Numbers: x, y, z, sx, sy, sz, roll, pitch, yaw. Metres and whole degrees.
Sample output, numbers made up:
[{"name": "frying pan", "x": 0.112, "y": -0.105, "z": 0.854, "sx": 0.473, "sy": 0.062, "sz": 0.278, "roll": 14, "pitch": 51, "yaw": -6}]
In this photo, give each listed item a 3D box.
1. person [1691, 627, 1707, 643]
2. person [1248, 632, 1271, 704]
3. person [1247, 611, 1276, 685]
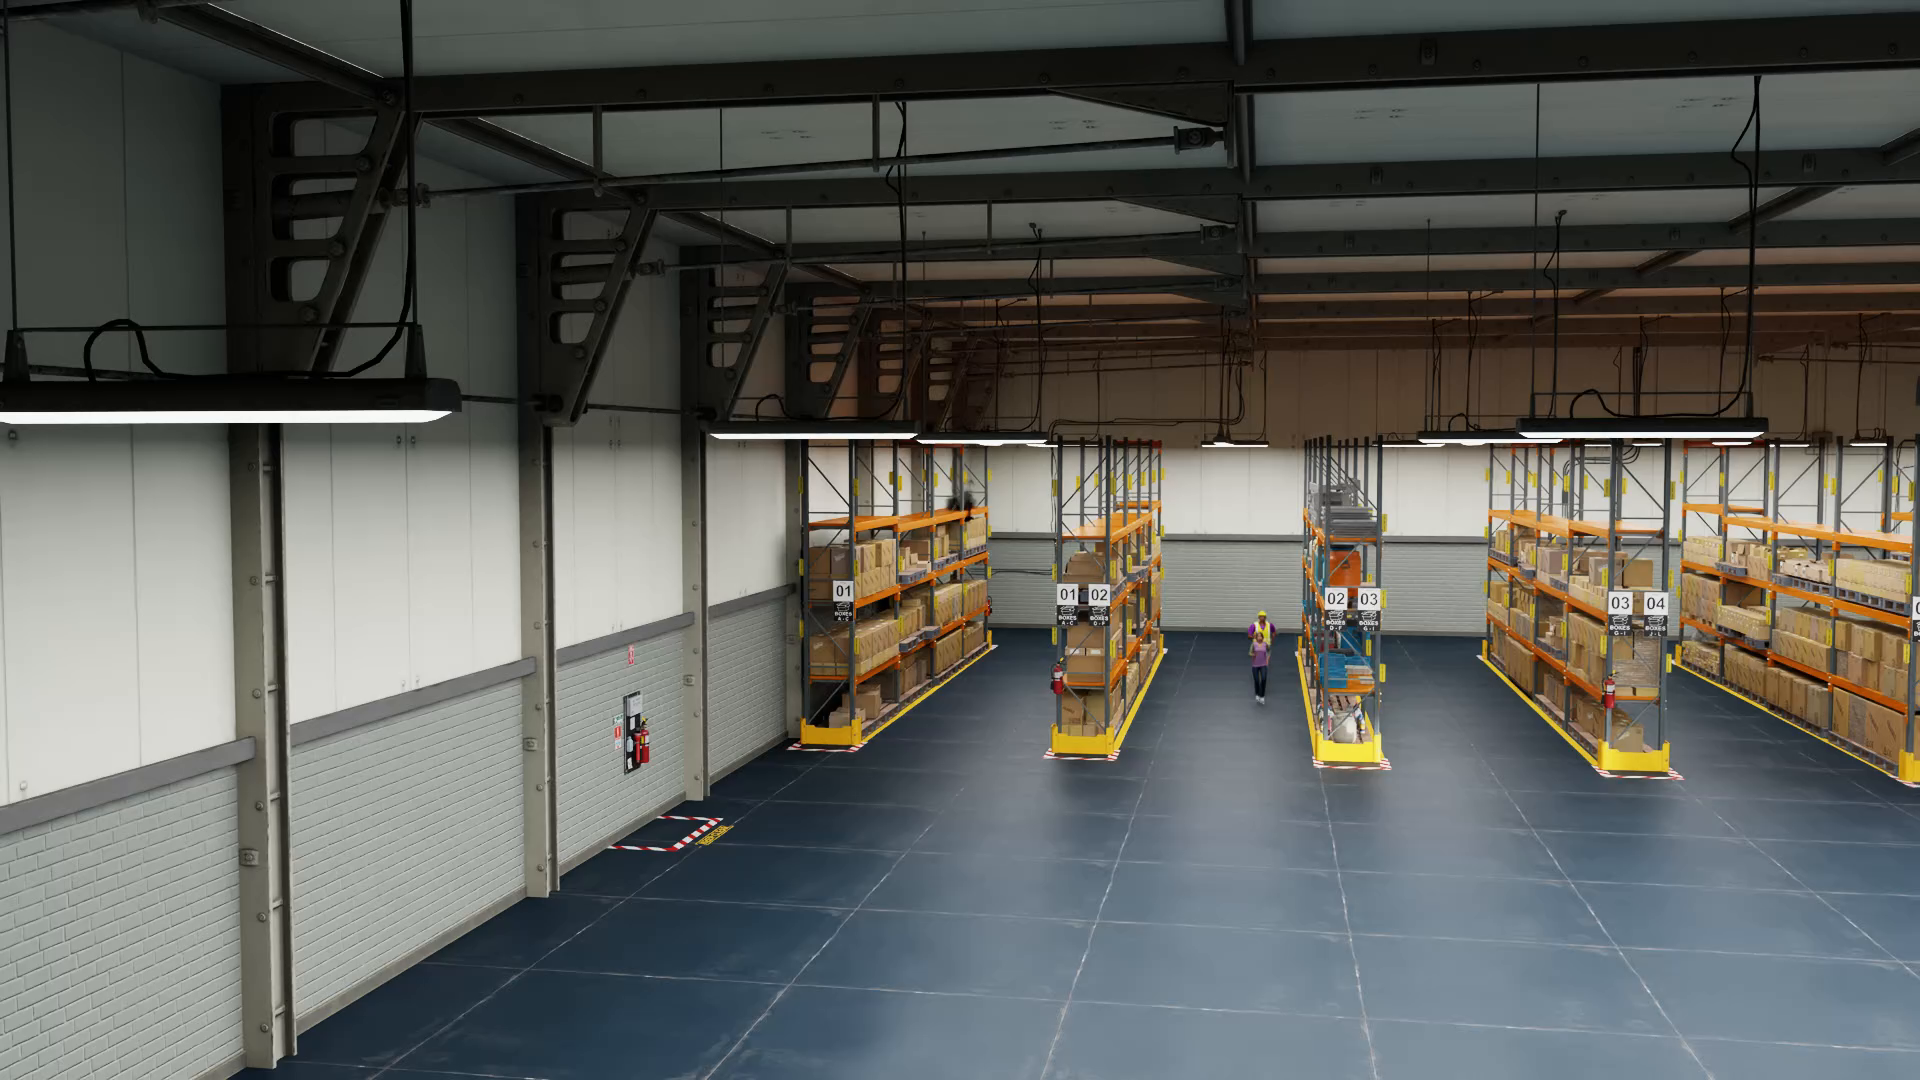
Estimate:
[{"name": "person", "x": 20.351, "y": 2.386, "z": 45.723, "sx": 0.757, "sy": 1.722, "sz": 0.913, "roll": 2, "pitch": 3, "yaw": 27}, {"name": "person", "x": 6.784, "y": 2.890, "z": 37.619, "sx": 0.514, "sy": 1.635, "sz": 0.660, "roll": 1, "pitch": 3, "yaw": 10}, {"name": "person", "x": 7.387, "y": 2.610, "z": 40.680, "sx": 0.706, "sy": 1.754, "sz": 0.935, "roll": 0, "pitch": 3, "yaw": 7}]
